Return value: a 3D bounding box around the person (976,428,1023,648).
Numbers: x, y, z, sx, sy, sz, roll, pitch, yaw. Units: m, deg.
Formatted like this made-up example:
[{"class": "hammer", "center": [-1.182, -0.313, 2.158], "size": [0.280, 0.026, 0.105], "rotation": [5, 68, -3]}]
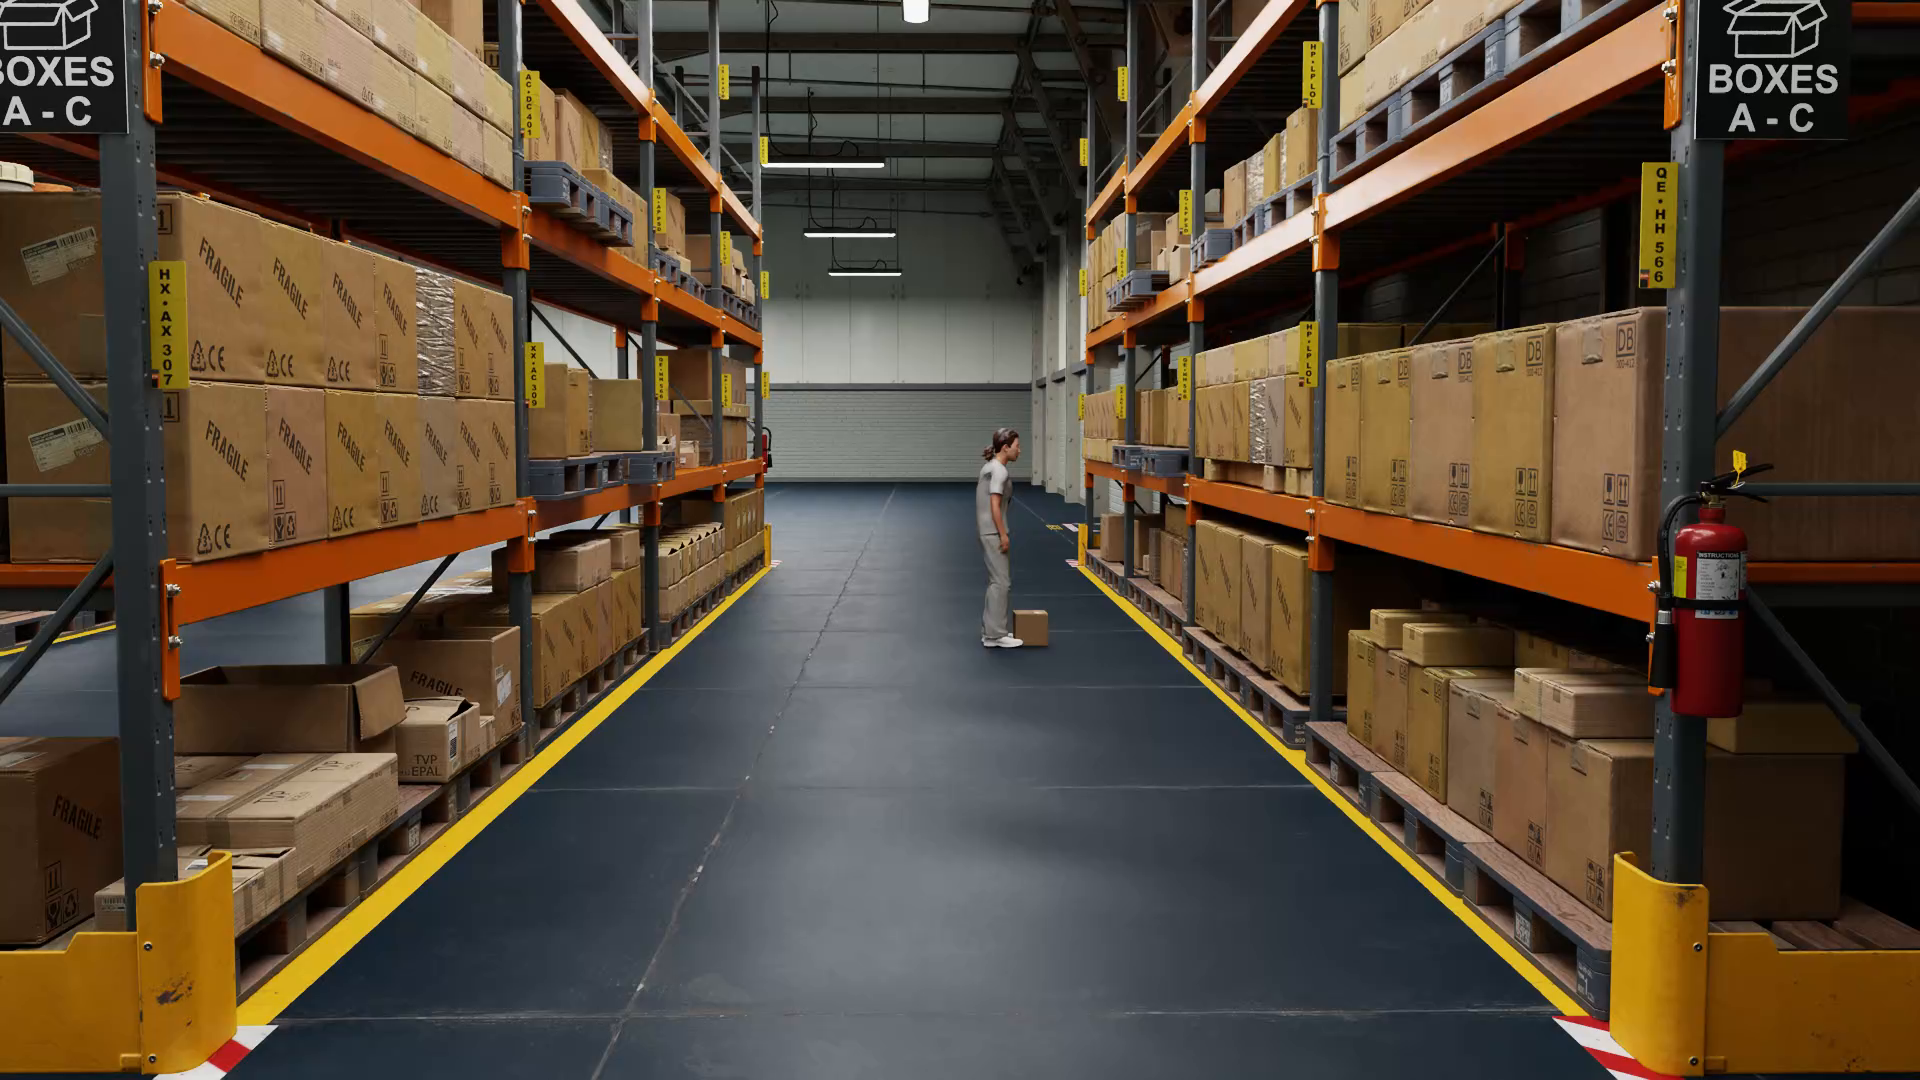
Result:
[{"class": "person", "center": [0.300, -0.026, 12.841], "size": [0.353, 1.673, 0.491], "rotation": [0, 4, -2]}]
